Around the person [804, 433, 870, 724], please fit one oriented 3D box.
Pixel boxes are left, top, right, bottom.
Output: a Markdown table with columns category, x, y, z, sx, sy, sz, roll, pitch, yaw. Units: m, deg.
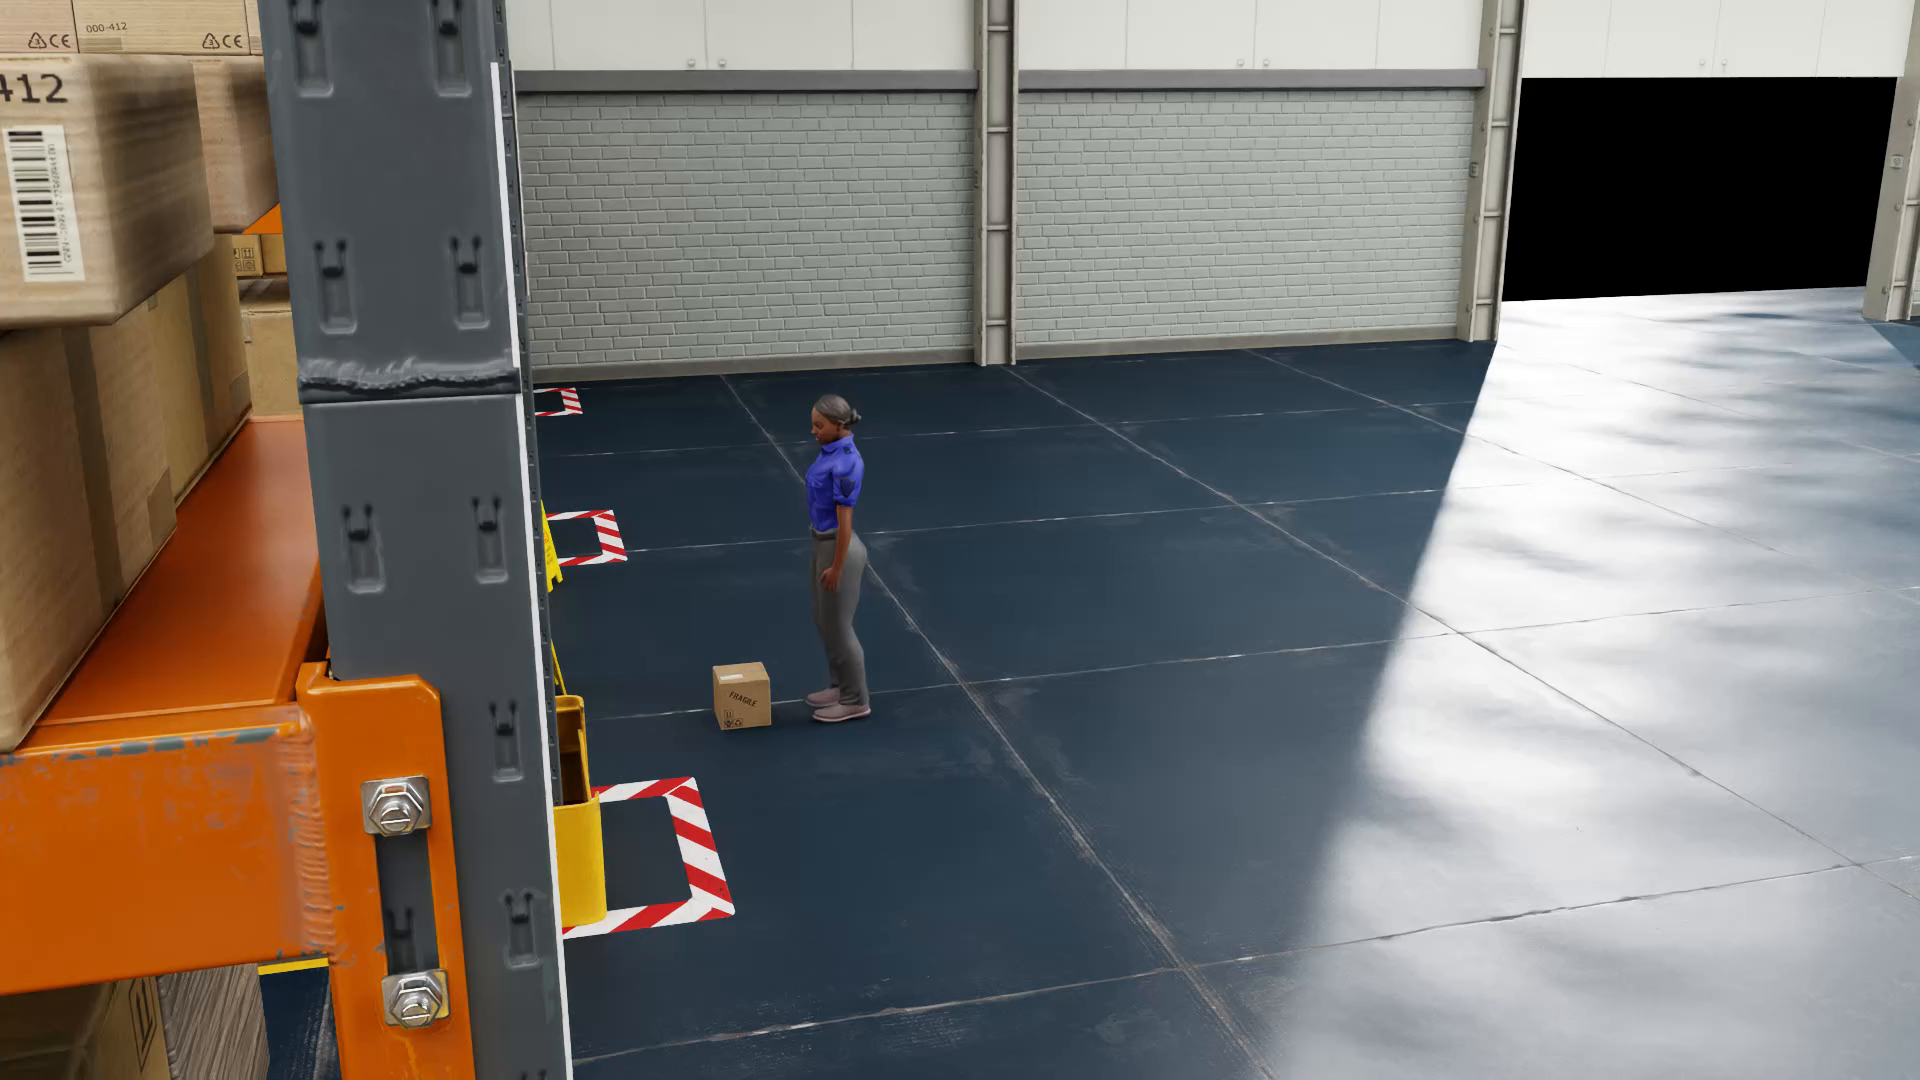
| category | x | y | z | sx | sy | sz | roll | pitch | yaw |
| --- | --- | --- | --- | --- | --- | --- | --- | --- | --- |
| person | -0.620 | 0.184 | 8.301 | 0.300 | 1.453 | 0.429 | -4 | 17 | -14 |
